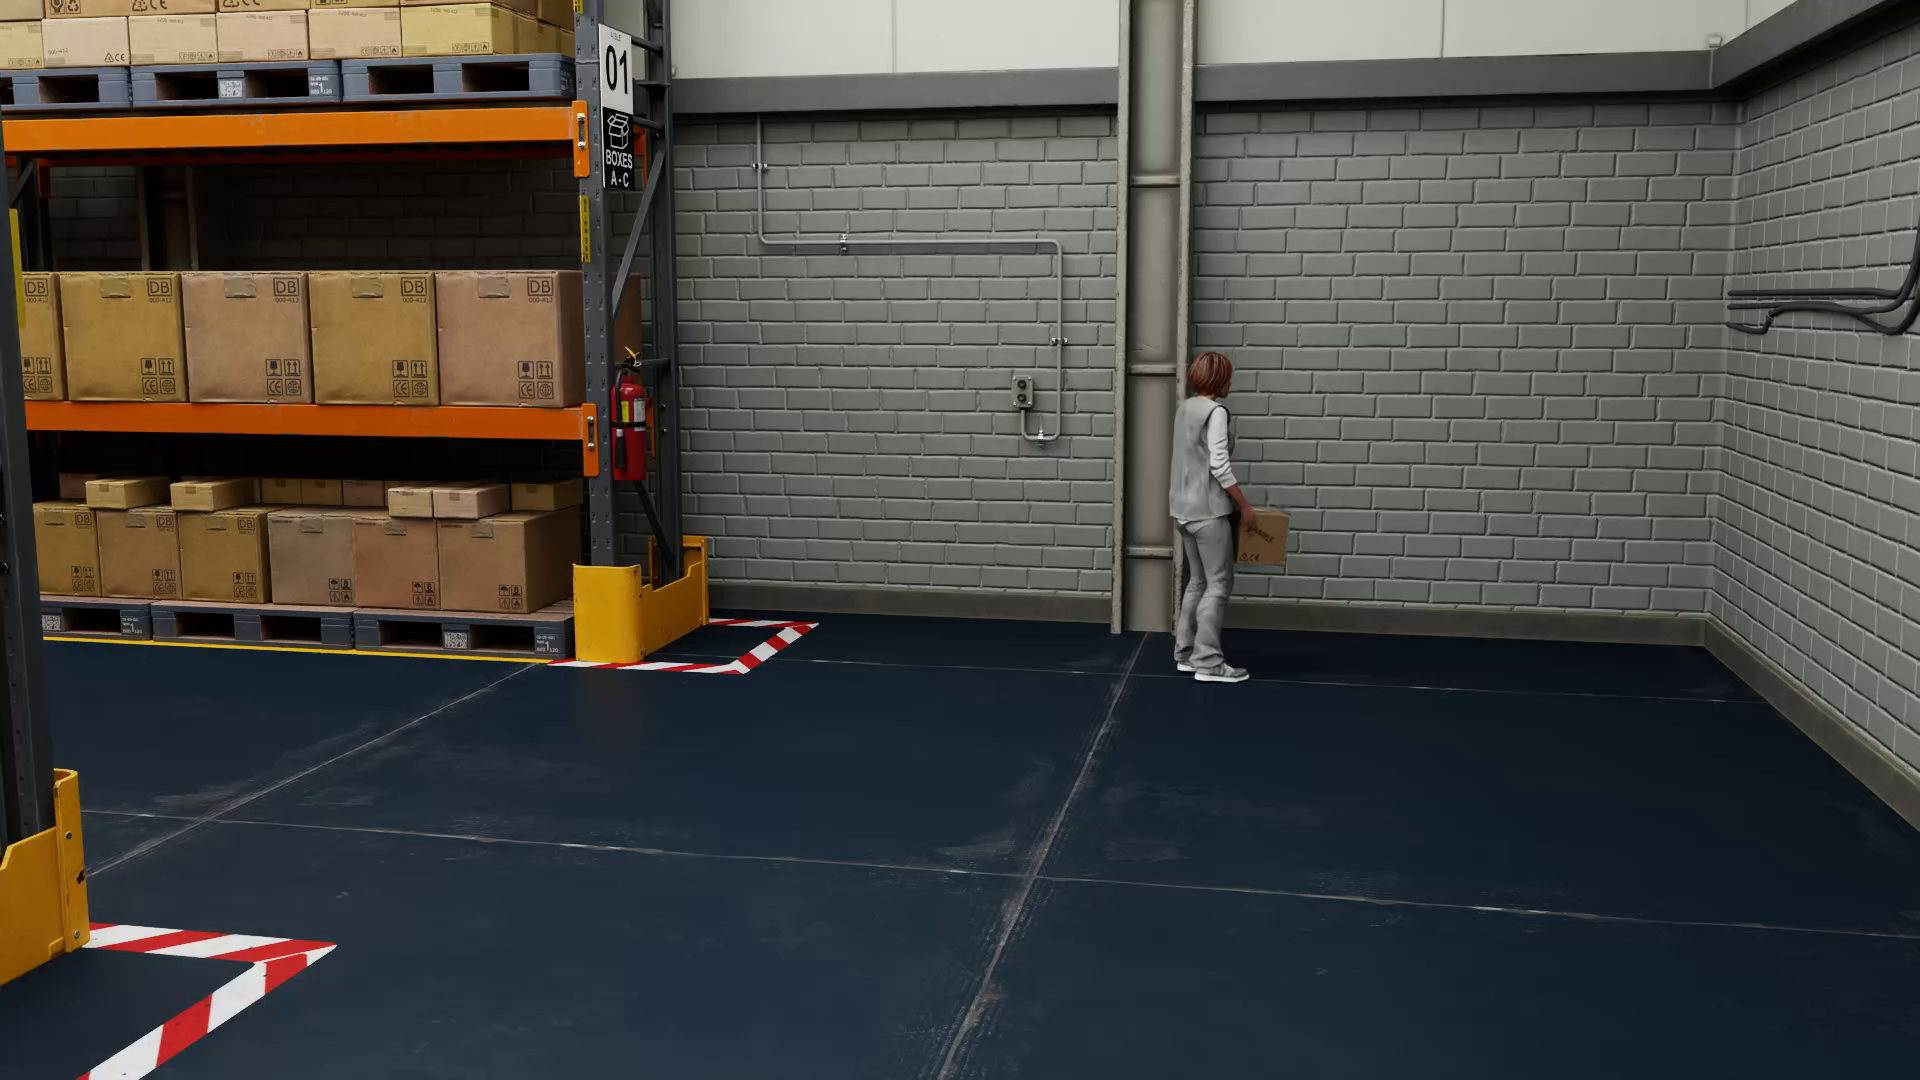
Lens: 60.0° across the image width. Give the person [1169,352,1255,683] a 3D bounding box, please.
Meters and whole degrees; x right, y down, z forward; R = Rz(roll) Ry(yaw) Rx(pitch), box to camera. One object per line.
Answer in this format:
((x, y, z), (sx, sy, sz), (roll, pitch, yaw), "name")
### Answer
((1.226, -0.119, 8.159), (0.371, 1.602, 0.445), (-2, 8, -15), "person")
